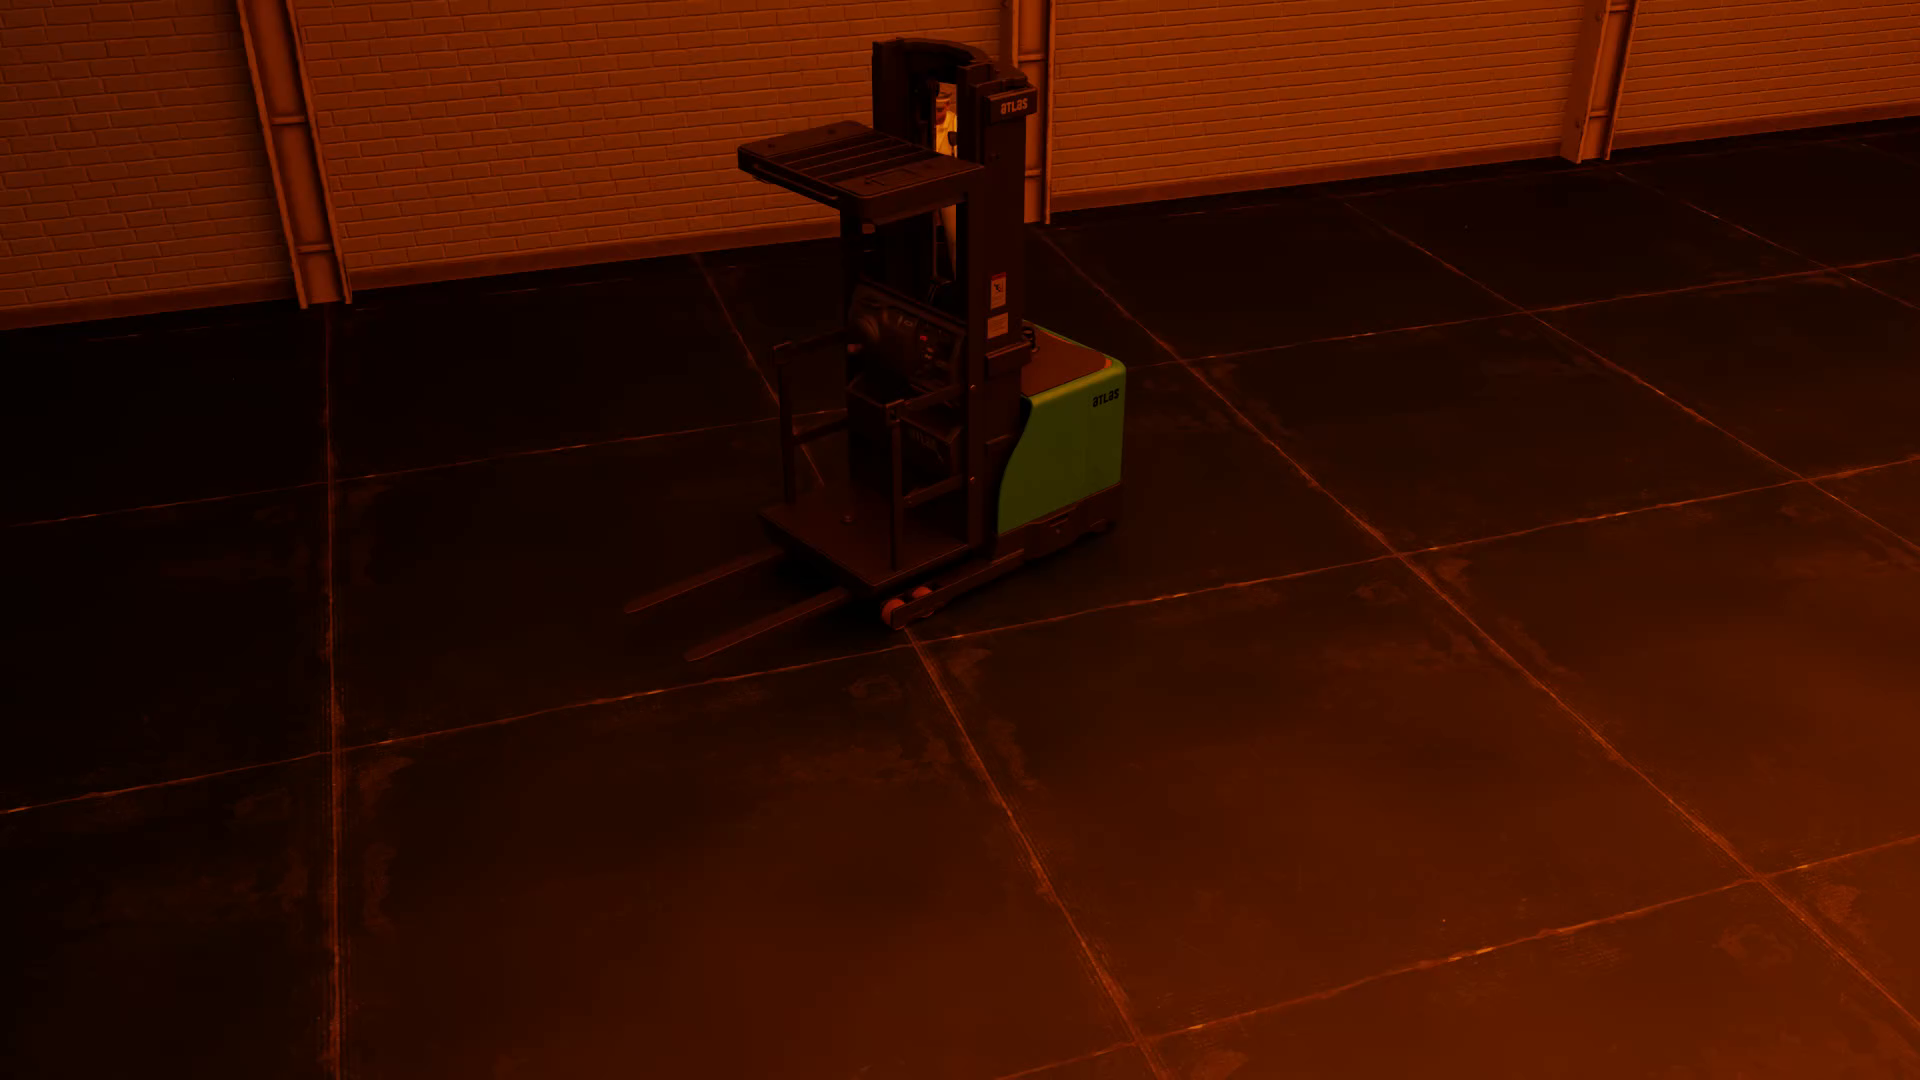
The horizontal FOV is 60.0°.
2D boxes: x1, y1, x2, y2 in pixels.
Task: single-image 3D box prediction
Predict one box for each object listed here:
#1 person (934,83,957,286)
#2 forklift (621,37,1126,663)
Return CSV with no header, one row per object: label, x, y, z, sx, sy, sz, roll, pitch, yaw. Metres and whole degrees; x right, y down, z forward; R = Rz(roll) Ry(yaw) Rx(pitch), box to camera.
person,-0.177,-2.692,12.959,0.669,1.751,0.481,1,30,1
forklift,-0.461,-1.072,8.951,3.031,2.935,1.130,-23,37,-34
